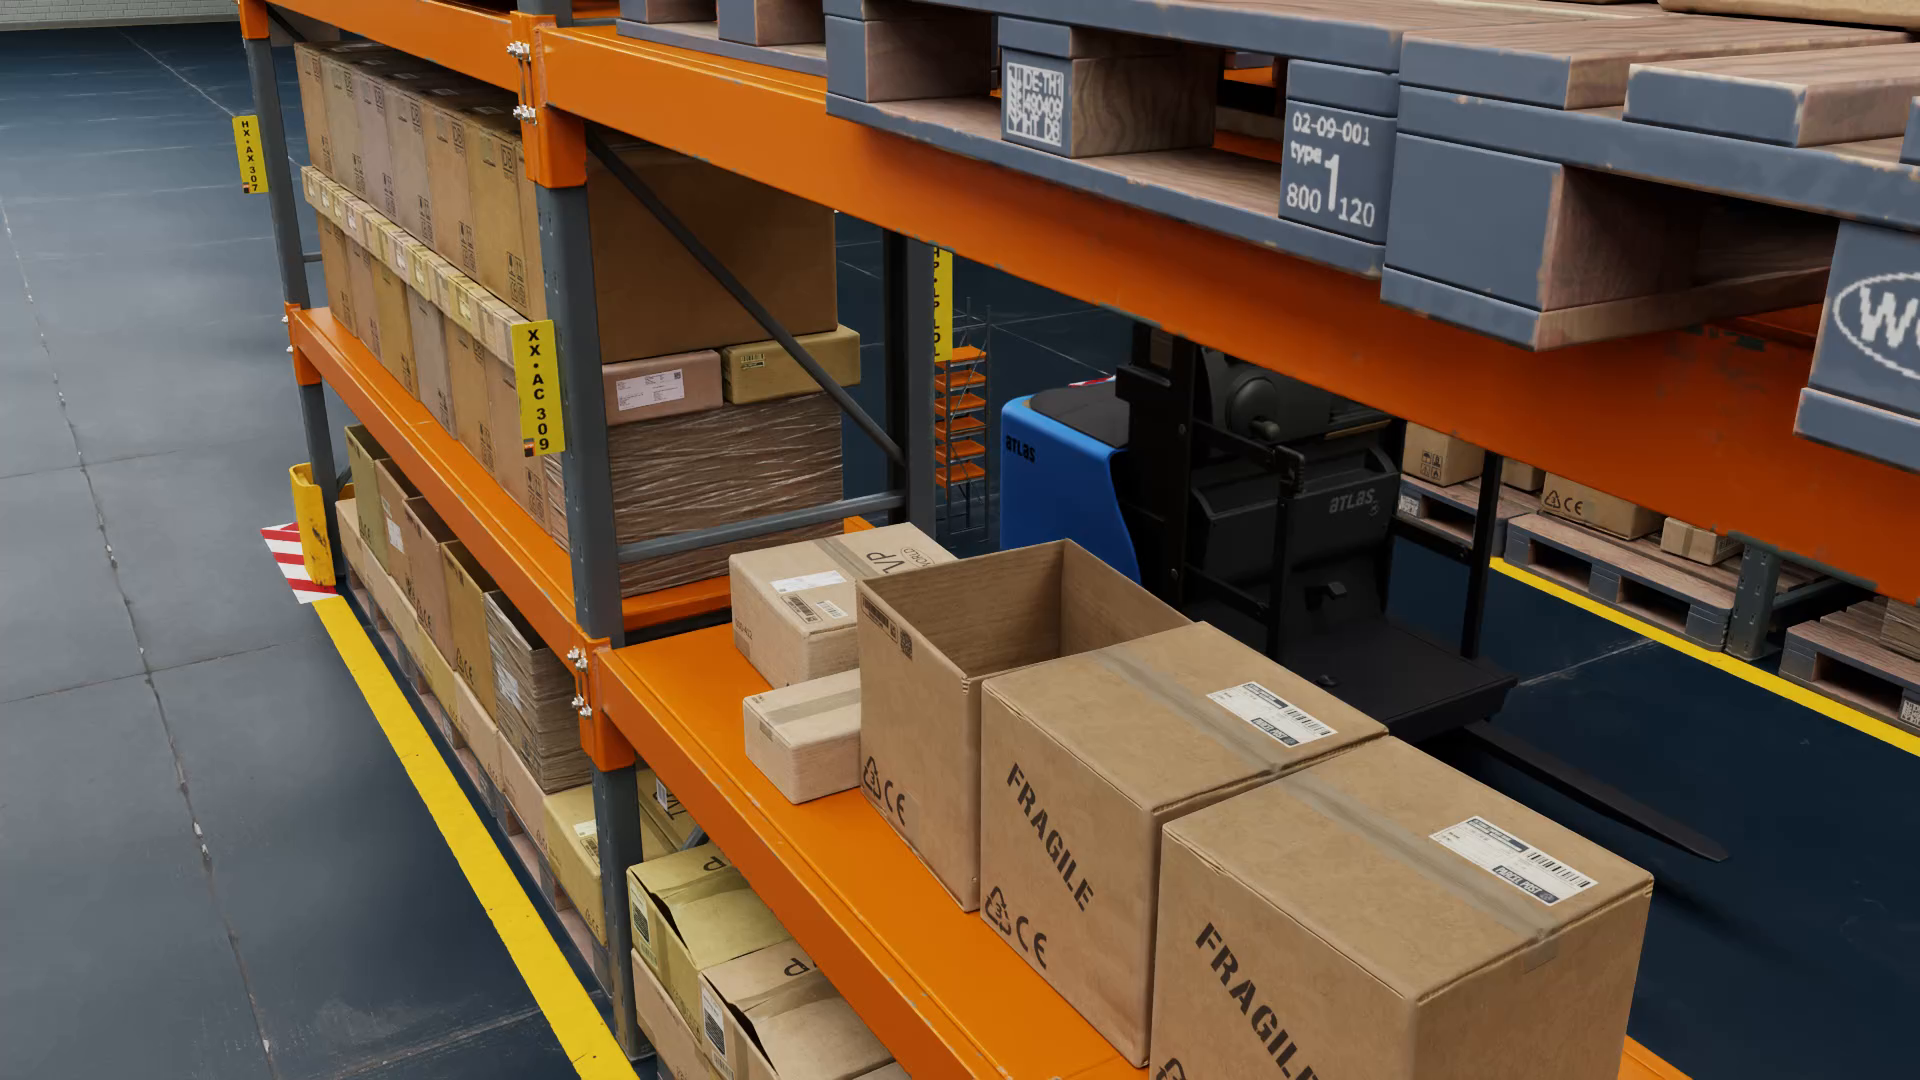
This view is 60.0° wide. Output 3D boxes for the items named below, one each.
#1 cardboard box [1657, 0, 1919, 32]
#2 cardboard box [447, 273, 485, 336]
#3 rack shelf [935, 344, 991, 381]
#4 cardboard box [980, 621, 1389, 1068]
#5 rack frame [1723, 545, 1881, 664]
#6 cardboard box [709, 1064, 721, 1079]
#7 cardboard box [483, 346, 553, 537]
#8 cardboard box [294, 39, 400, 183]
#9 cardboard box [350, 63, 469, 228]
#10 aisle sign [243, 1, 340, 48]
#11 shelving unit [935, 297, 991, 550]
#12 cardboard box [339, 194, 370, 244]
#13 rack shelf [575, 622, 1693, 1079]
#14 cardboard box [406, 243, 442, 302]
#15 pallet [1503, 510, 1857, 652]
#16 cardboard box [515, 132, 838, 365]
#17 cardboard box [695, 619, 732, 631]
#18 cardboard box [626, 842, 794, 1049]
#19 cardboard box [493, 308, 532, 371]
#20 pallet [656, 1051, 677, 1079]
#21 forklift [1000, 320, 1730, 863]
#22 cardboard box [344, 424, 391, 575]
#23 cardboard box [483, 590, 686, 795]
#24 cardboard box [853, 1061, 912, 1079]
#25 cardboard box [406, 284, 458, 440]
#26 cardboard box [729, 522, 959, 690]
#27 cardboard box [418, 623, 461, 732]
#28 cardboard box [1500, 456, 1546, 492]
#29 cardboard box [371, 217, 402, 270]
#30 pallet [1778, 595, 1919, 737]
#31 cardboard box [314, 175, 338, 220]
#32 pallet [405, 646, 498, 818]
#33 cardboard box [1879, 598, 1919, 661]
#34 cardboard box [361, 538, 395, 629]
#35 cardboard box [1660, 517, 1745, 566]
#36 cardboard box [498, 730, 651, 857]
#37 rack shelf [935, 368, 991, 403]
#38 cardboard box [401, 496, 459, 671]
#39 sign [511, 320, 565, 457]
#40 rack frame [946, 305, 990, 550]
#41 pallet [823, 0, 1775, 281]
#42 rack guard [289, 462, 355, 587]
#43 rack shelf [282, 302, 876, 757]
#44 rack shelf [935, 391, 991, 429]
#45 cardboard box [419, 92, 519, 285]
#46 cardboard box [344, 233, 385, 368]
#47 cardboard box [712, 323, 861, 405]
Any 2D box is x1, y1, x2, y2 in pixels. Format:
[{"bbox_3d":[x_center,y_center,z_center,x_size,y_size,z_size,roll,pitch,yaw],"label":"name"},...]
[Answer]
[{"bbox_3d":[0.953,-0.550,1.340,0.500,0.250,0.500,-12,25,-27],"label":"cardboard box"},{"bbox_3d":[-1.368,-0.752,5.183,0.380,0.149,0.250,-13,25,-28],"label":"cardboard box"},{"bbox_3d":[-0.007,-0.853,7.978,0.258,0.103,0.180,-13,25,-28],"label":"rack shelf"},{"bbox_3d":[0.377,0.510,2.941,0.500,0.500,0.500,-13,25,-28],"label":"cardboard box"},{"bbox_3d":[3.730,-0.982,6.745,1.000,3.000,0.127,-13,25,-28],"label":"rack frame"},{"bbox_3d":[-0.273,1.395,3.990,0.500,0.250,0.500,-12,25,-27],"label":"cardboard box"},{"bbox_3d":[-1.034,-0.386,5.146,0.700,0.500,0.500,-13,25,-29],"label":"cardboard box"},{"bbox_3d":[-2.315,-1.800,6.900,0.700,0.500,0.500,-13,25,-28],"label":"cardboard box"},{"bbox_3d":[-1.784,-1.467,6.083,0.700,0.500,0.500,-12,25,-28],"label":"cardboard box"},{"bbox_3d":[-2.867,-2.490,7.001,0.394,0.787,0.004,-13,25,-28],"label":"aisle sign"},{"bbox_3d":[-0.007,-0.561,8.097,0.258,1.200,0.189,-13,25,-28],"label":"shelving unit"},{"bbox_3d":[-2.164,-1.253,6.417,0.380,0.149,0.250,-13,26,-29],"label":"cardboard box"},{"bbox_3d":[0.495,0.952,2.940,1.077,0.370,4.000,-13,25,-28],"label":"rack shelf"},{"bbox_3d":[-1.635,-0.919,5.594,0.380,0.149,0.250,-12,25,-27],"label":"cardboard box"},{"bbox_3d":[3.357,0.099,7.788,1.003,0.211,1.213,-13,25,-28],"label":"pallet"},{"bbox_3d":[-0.759,-0.818,4.485,0.700,0.500,0.500,-12,25,-28],"label":"cardboard box"},{"bbox_3d":[-0.494,0.493,5.212,0.500,0.500,0.500,-13,25,-28],"label":"cardboard box"},{"bbox_3d":[-0.529,0.973,4.283,0.500,0.311,0.500,-13,25,-28],"label":"cardboard box"},{"bbox_3d":[-1.110,-0.587,4.777,0.380,0.149,0.250,-13,26,-30],"label":"cardboard box"},{"bbox_3d":[-0.117,1.494,4.354,1.003,0.211,1.213,-13,25,-28],"label":"pallet"},{"bbox_3d":[1.357,-0.569,5.820,1.130,2.935,3.031,-13,26,-29],"label":"forklift"},{"bbox_3d":[-2.230,-0.213,6.951,0.500,0.500,0.500,-13,25,-28],"label":"cardboard box"},{"bbox_3d":[-1.197,0.431,5.364,0.500,0.500,0.500,-13,25,-28],"label":"cardboard box"},{"bbox_3d":[-0.013,1.303,3.471,0.500,0.311,0.500,-14,26,-30],"label":"cardboard box"},{"bbox_3d":[-1.549,-0.715,5.955,0.700,0.500,0.500,-12,25,-27],"label":"cardboard box"},{"bbox_3d":[-0.237,0.192,4.054,0.500,0.250,0.500,-11,25,-25],"label":"cardboard box"},{"bbox_3d":[-1.722,0.458,6.294,0.500,0.250,0.500,-13,25,-28],"label":"cardboard box"},{"bbox_3d":[2.930,-0.387,8.482,0.380,0.149,0.250,-15,26,-32],"label":"cardboard box"},{"bbox_3d":[-1.895,-1.085,6.003,0.380,0.149,0.250,-13,25,-29],"label":"cardboard box"},{"bbox_3d":[4.129,0.561,6.650,1.003,0.211,1.213,-13,25,-28],"label":"pallet"},{"bbox_3d":[-2.417,-1.417,6.819,0.380,0.149,0.250,-13,26,-30],"label":"cardboard box"},{"bbox_3d":[-1.524,0.603,6.548,1.003,0.211,1.213,-13,25,-28],"label":"pallet"},{"bbox_3d":[4.121,0.207,6.554,0.700,0.500,0.500,-12,25,-26],"label":"cardboard box"},{"bbox_3d":[-2.228,0.134,7.093,0.500,0.250,0.500,-13,25,-28],"label":"cardboard box"},{"bbox_3d":[3.431,-0.041,7.607,0.380,0.166,0.250,-17,27,-35],"label":"cardboard box"},{"bbox_3d":[-1.198,0.779,5.505,0.500,0.250,0.500,-13,25,-28],"label":"cardboard box"},{"bbox_3d":[-0.007,-0.742,8.023,0.258,0.103,0.180,-13,25,-28],"label":"rack shelf"},{"bbox_3d":[-1.723,0.111,6.152,0.500,0.500,0.500,-13,25,-28],"label":"cardboard box"},{"bbox_3d":[-1.003,-0.359,3.956,0.100,0.325,0.005,-13,25,-28],"label":"sign"},{"bbox_3d":[0.039,-0.531,8.024,0.240,1.200,0.006,-13,25,-28],"label":"rack frame"},{"bbox_3d":[0.520,-0.599,2.070,1.003,0.211,1.213,-11,25,-26],"label":"pallet"},{"bbox_3d":[-2.582,-0.173,8.073,1.175,0.500,0.348,-13,25,-28],"label":"rack guard"},{"bbox_3d":[-1.548,-0.342,6.126,1.077,0.370,4.000,-13,25,-28],"label":"rack shelf"},{"bbox_3d":[-0.007,-0.631,8.069,0.258,0.103,0.180,-13,25,-28],"label":"rack shelf"},{"bbox_3d":[-1.273,-1.144,5.286,0.700,0.500,0.500,-13,25,-28],"label":"cardboard box"},{"bbox_3d":[-2.070,-1.047,6.770,0.700,0.500,0.500,-12,25,-27],"label":"cardboard box"},{"bbox_3d":[-0.497,-0.499,4.562,0.380,0.149,0.250,-13,25,-28],"label":"cardboard box"}]
